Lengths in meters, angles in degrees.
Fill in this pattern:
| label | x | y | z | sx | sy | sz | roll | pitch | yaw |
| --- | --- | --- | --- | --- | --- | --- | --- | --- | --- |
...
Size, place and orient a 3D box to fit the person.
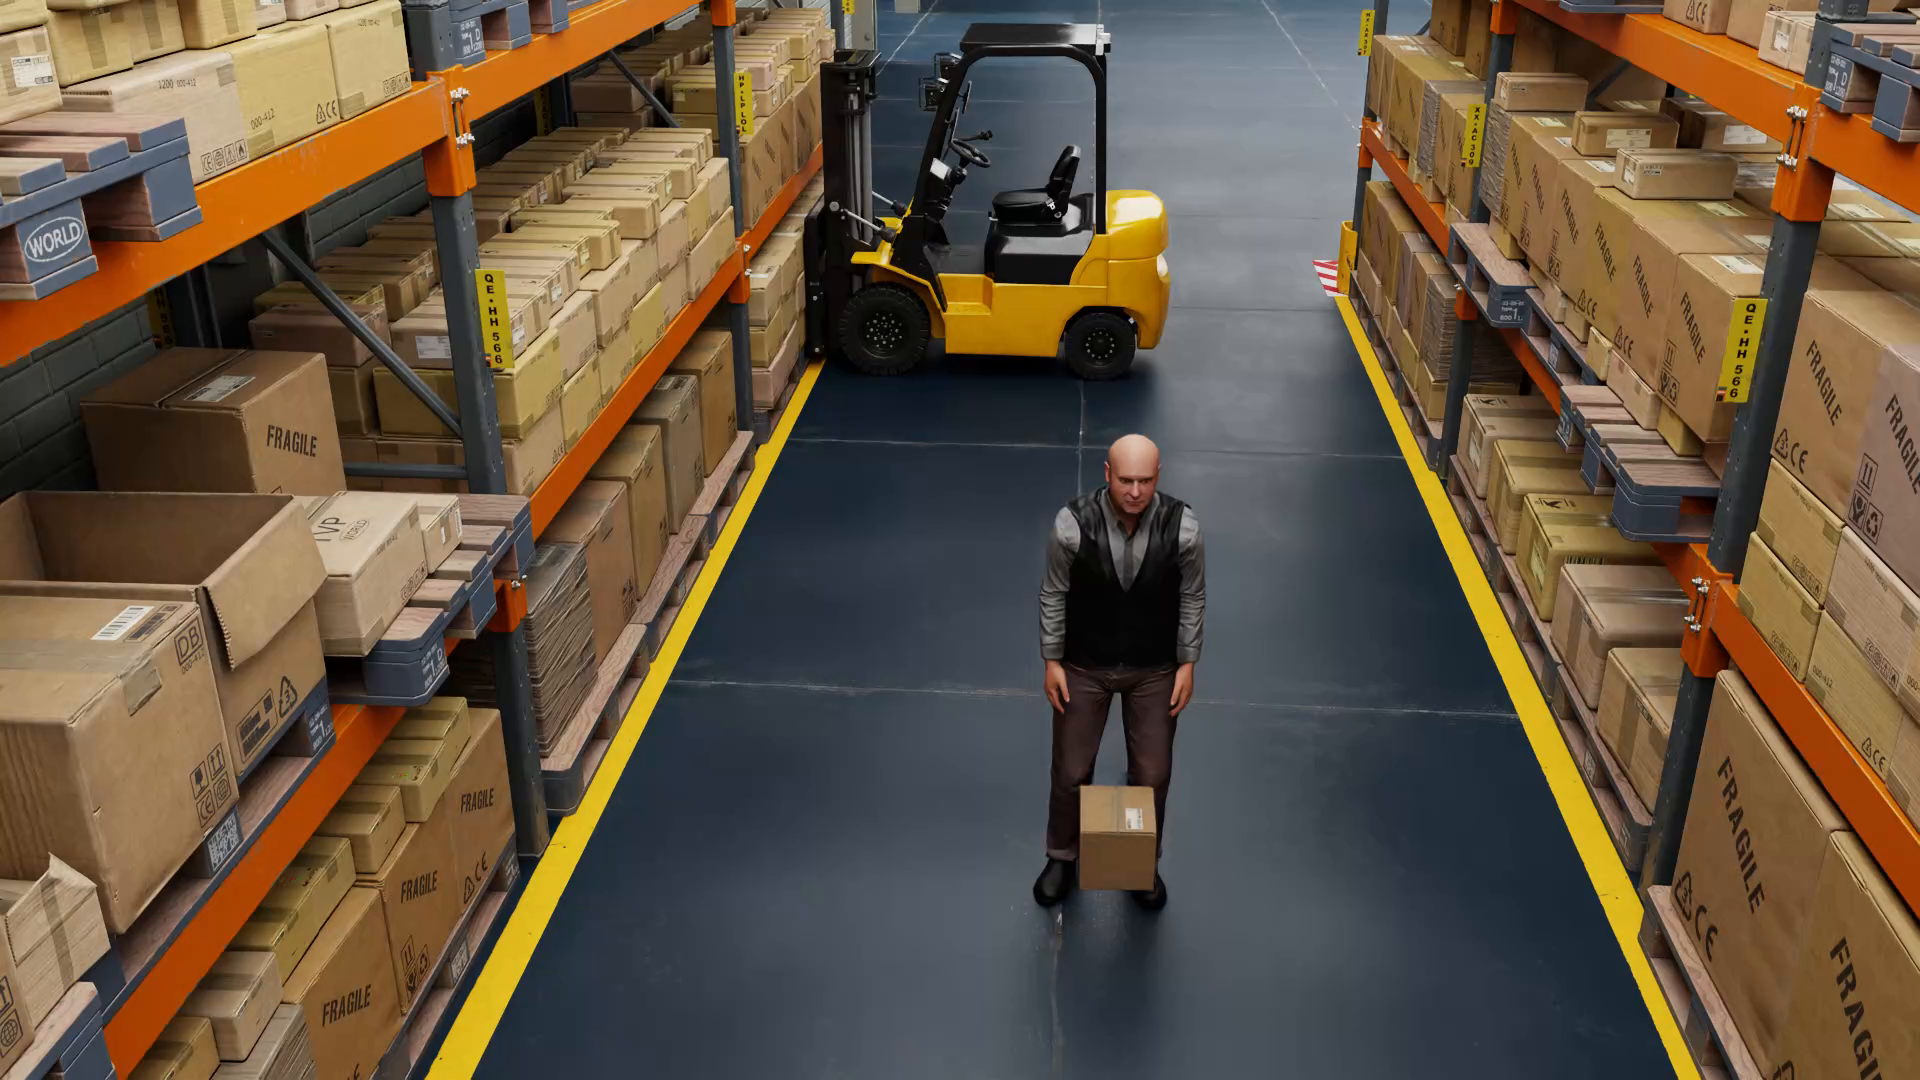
| label | x | y | z | sx | sy | sz | roll | pitch | yaw |
| --- | --- | --- | --- | --- | --- | --- | --- | --- | --- |
| person | 0.543 | 0.432 | 5.675 | 0.565 | 1.723 | 0.423 | 1 | 24 | 2 |
